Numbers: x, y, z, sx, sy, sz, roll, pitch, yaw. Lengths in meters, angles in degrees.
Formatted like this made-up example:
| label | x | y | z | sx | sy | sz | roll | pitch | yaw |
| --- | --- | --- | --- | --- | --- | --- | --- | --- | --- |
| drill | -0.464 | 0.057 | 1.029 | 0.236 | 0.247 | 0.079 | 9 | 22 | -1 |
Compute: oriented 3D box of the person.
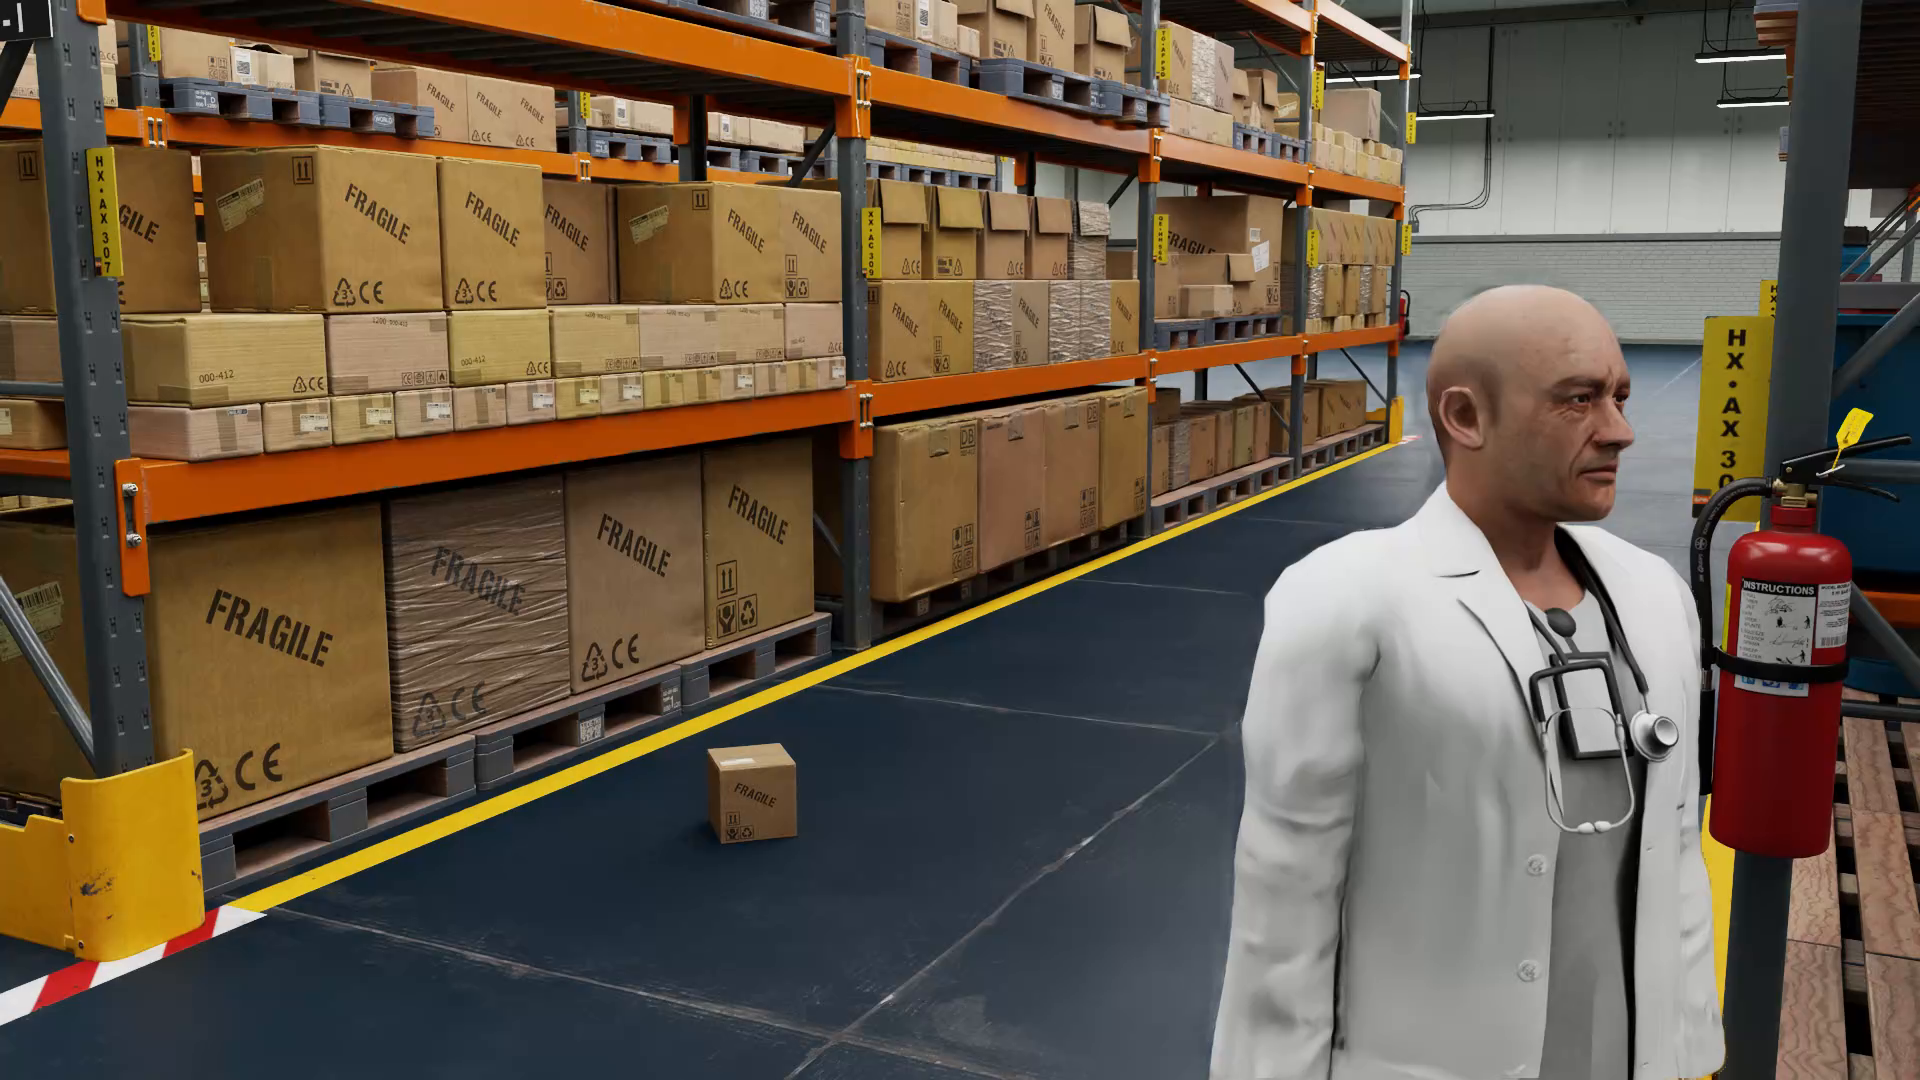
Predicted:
| label | x | y | z | sx | sy | sz | roll | pitch | yaw |
| --- | --- | --- | --- | --- | --- | --- | --- | --- | --- |
| person | 0.586 | 0.632 | 1.790 | 0.630 | 1.753 | 0.517 | -3 | 9 | -20 |
